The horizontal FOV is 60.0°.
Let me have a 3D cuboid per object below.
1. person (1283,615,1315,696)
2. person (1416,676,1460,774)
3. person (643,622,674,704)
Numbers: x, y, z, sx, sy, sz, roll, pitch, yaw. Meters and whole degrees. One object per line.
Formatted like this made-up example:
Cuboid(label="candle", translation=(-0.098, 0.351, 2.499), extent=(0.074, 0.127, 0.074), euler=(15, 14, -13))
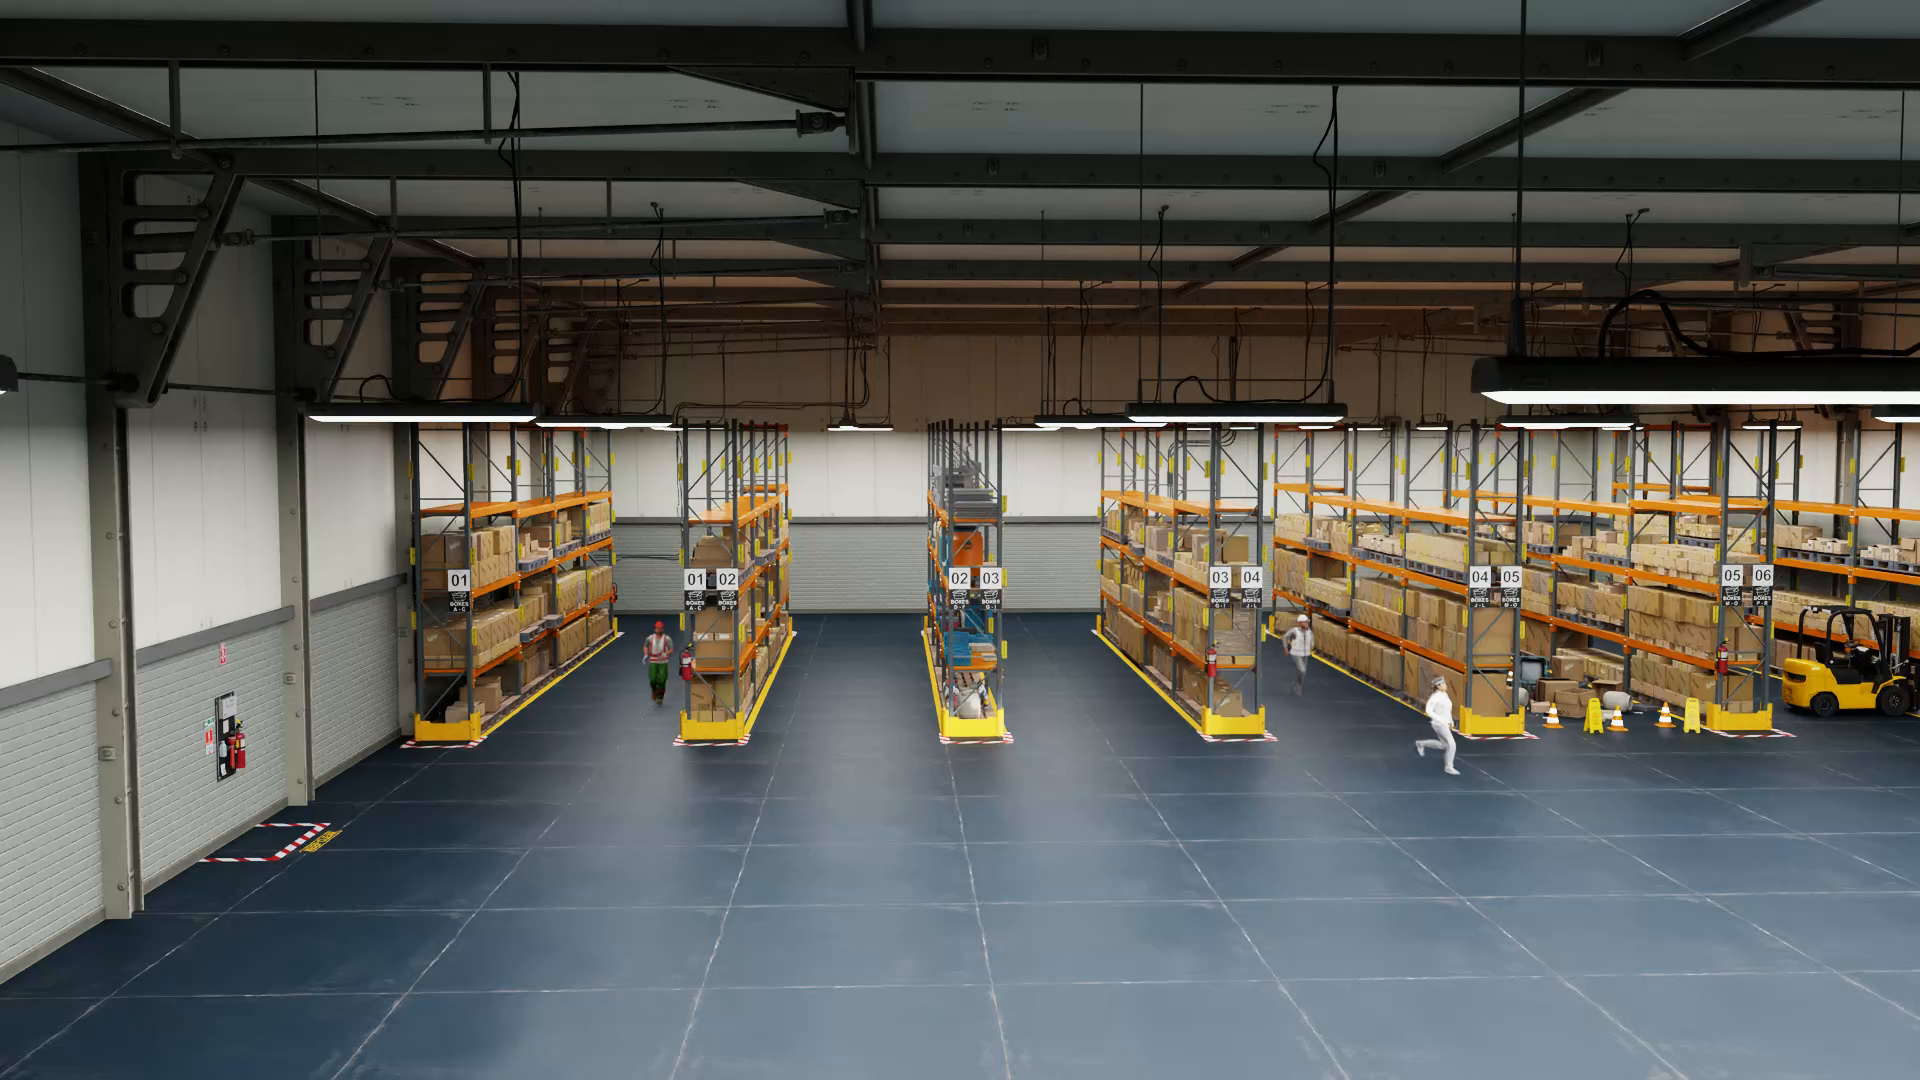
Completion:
Cuboid(label="person", translation=(7.449, 2.544, 36.397), extent=(0.655, 1.826, 0.745), euler=(-1, 4, -22))
Cuboid(label="person", translation=(8.099, 3.115, 28.180), extent=(0.794, 1.662, 0.616), euler=(2, 4, 32))
Cuboid(label="person", translation=(-6.361, 2.598, 35.046), extent=(0.644, 1.744, 0.582), euler=(0, 4, -6))
